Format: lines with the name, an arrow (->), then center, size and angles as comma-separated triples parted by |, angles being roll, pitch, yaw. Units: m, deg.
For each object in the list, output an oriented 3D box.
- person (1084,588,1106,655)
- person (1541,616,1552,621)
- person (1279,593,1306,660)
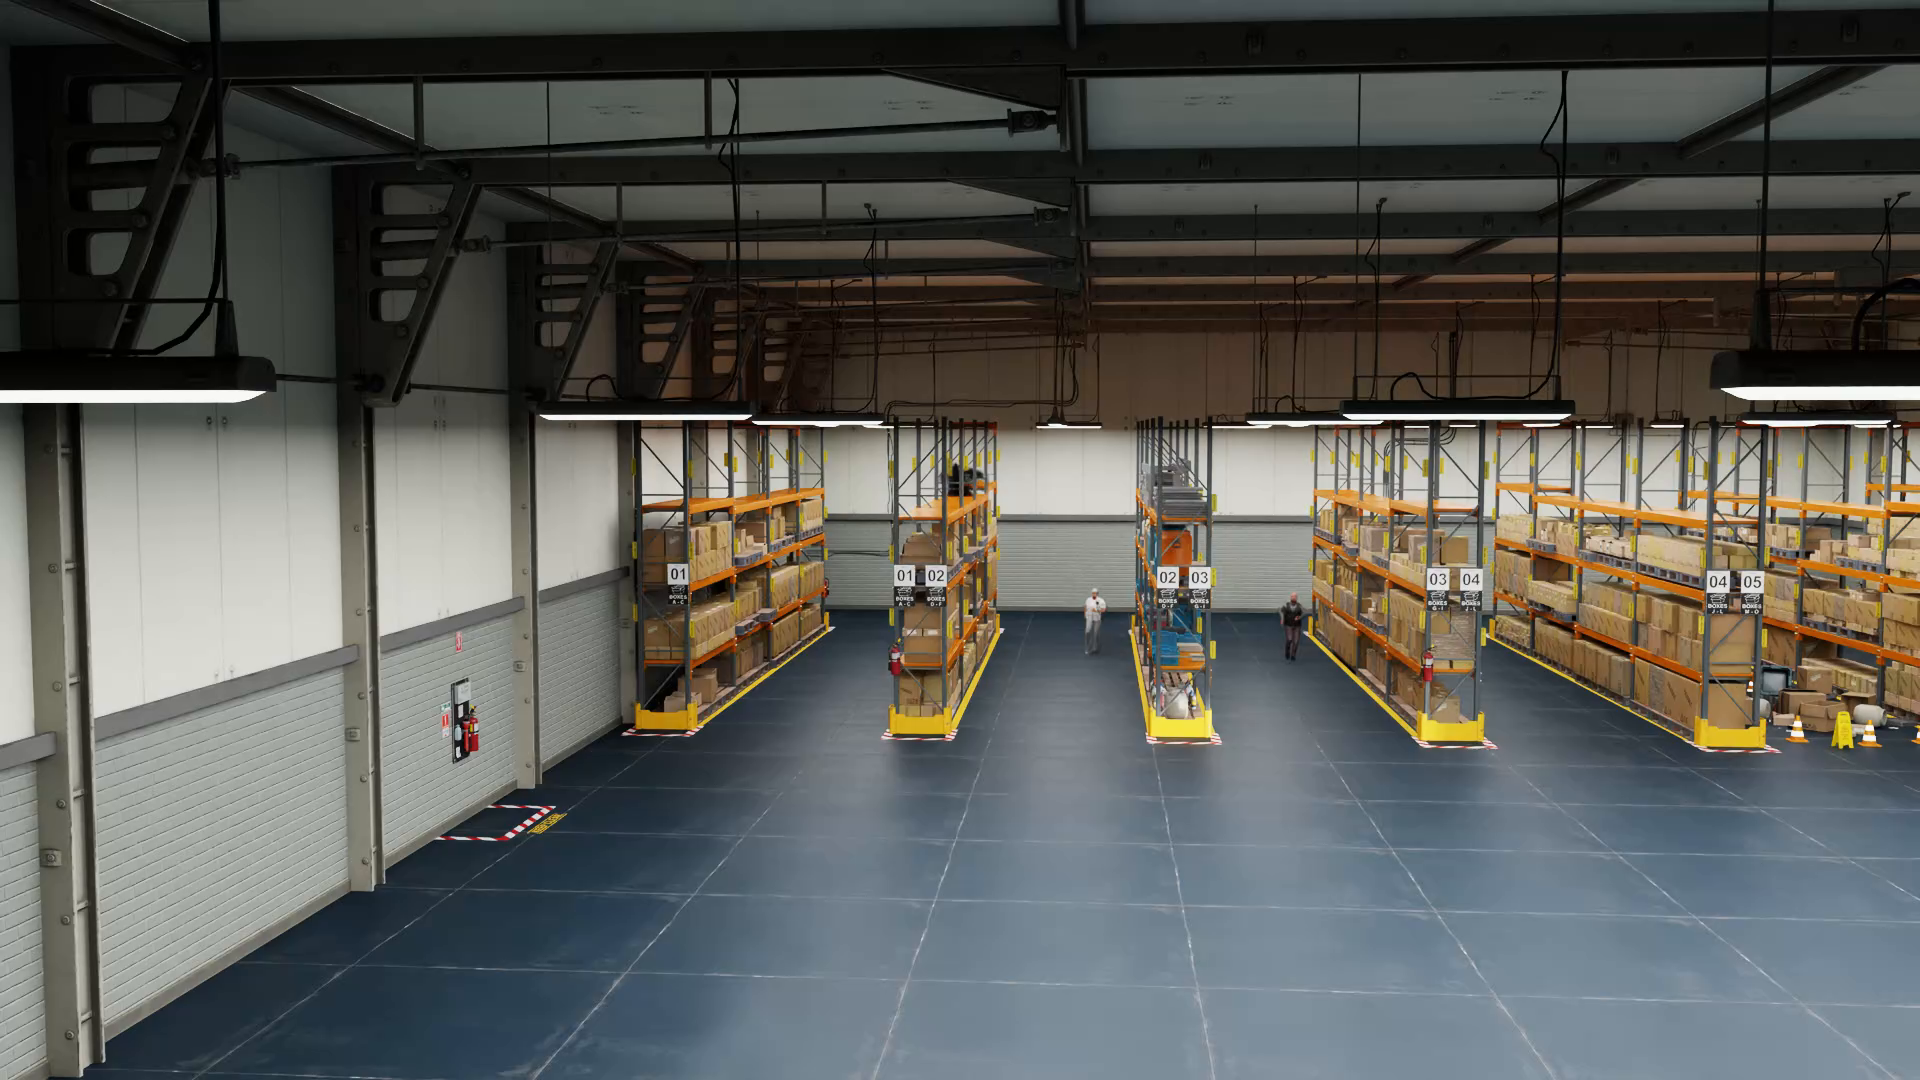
person -> 3.491, 2.098, 42.972 | 0.588, 1.714, 0.711 | 1, 4, 13
person -> 16.318, 1.738, 47.073 | 0.913, 1.771, 0.747 | 3, 5, 41
person -> 8.293, 2.158, 41.417 | 0.624, 1.681, 0.649 | 0, 4, 3
